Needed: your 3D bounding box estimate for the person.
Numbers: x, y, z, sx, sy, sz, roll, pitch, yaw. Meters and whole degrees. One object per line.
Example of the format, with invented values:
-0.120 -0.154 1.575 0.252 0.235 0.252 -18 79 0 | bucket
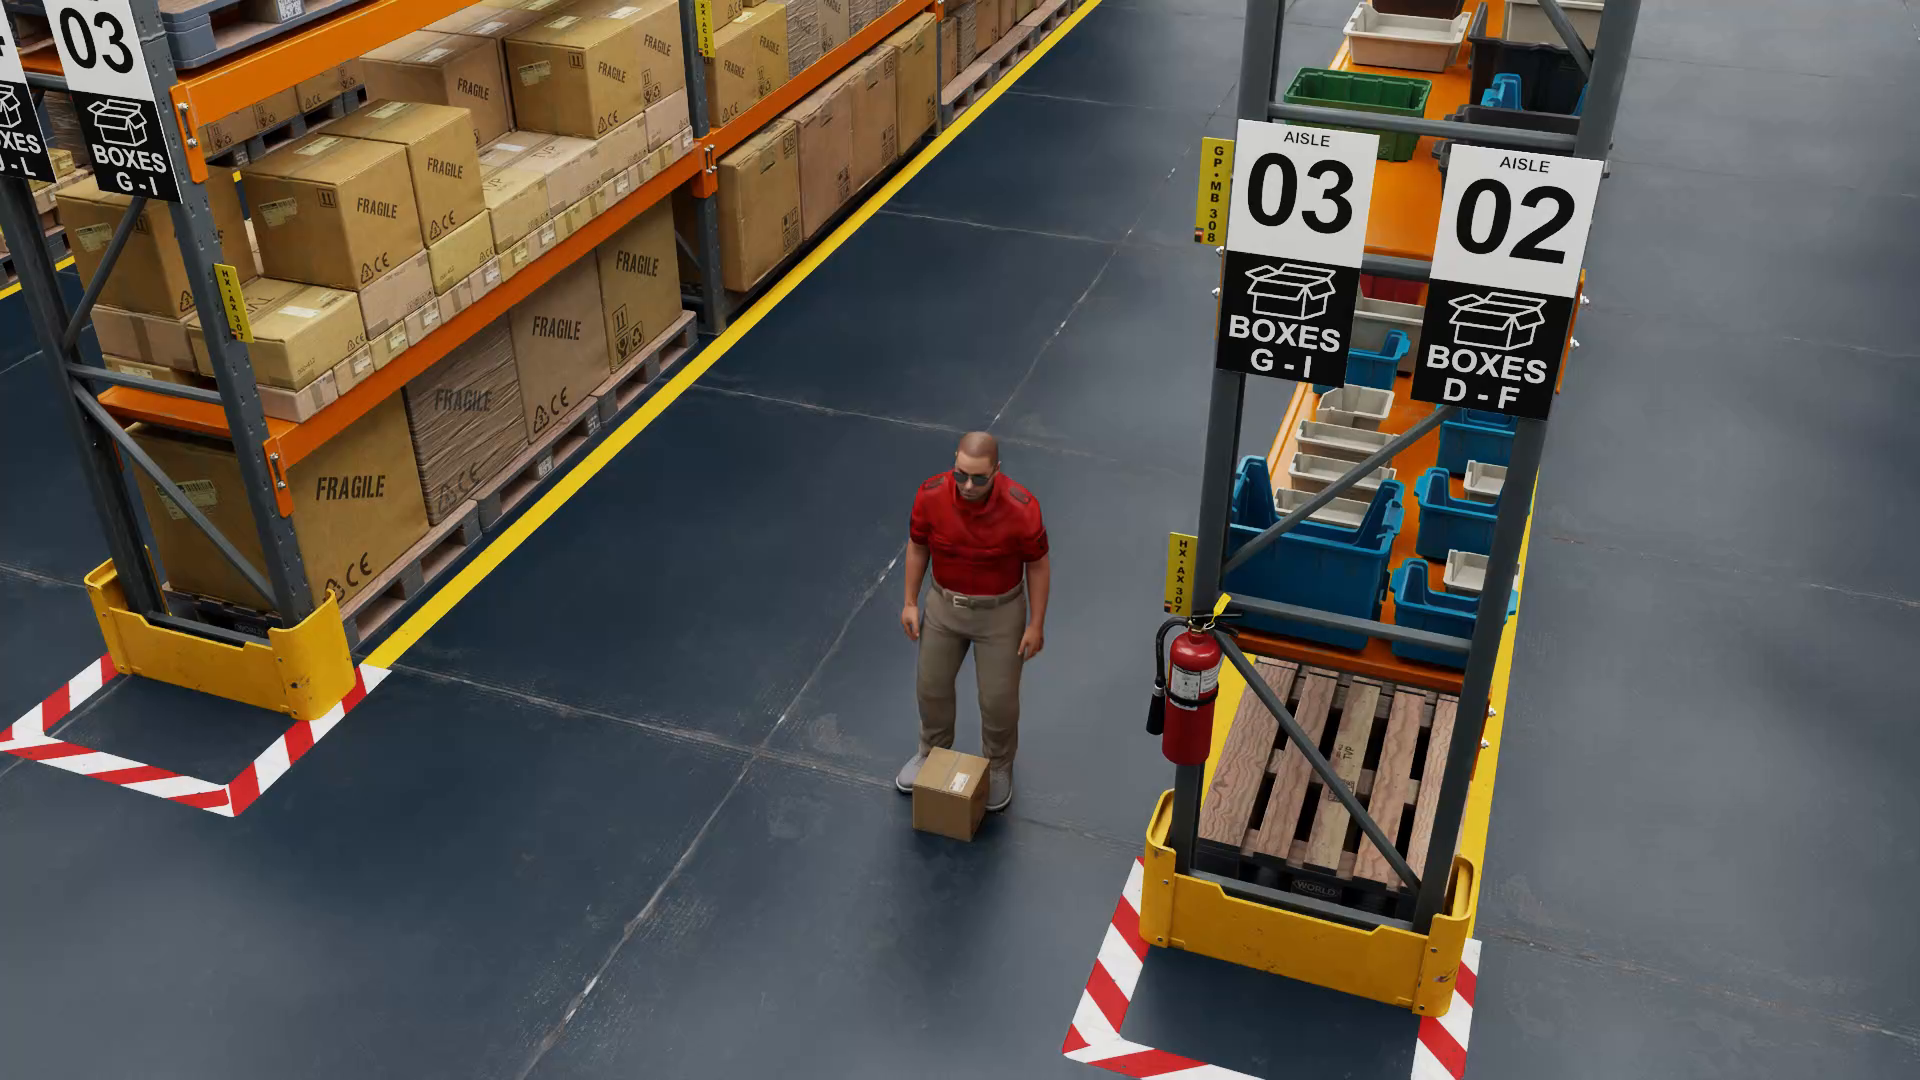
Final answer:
0.052 0.302 6.687 0.606 1.727 0.388 9 34 14 | person
